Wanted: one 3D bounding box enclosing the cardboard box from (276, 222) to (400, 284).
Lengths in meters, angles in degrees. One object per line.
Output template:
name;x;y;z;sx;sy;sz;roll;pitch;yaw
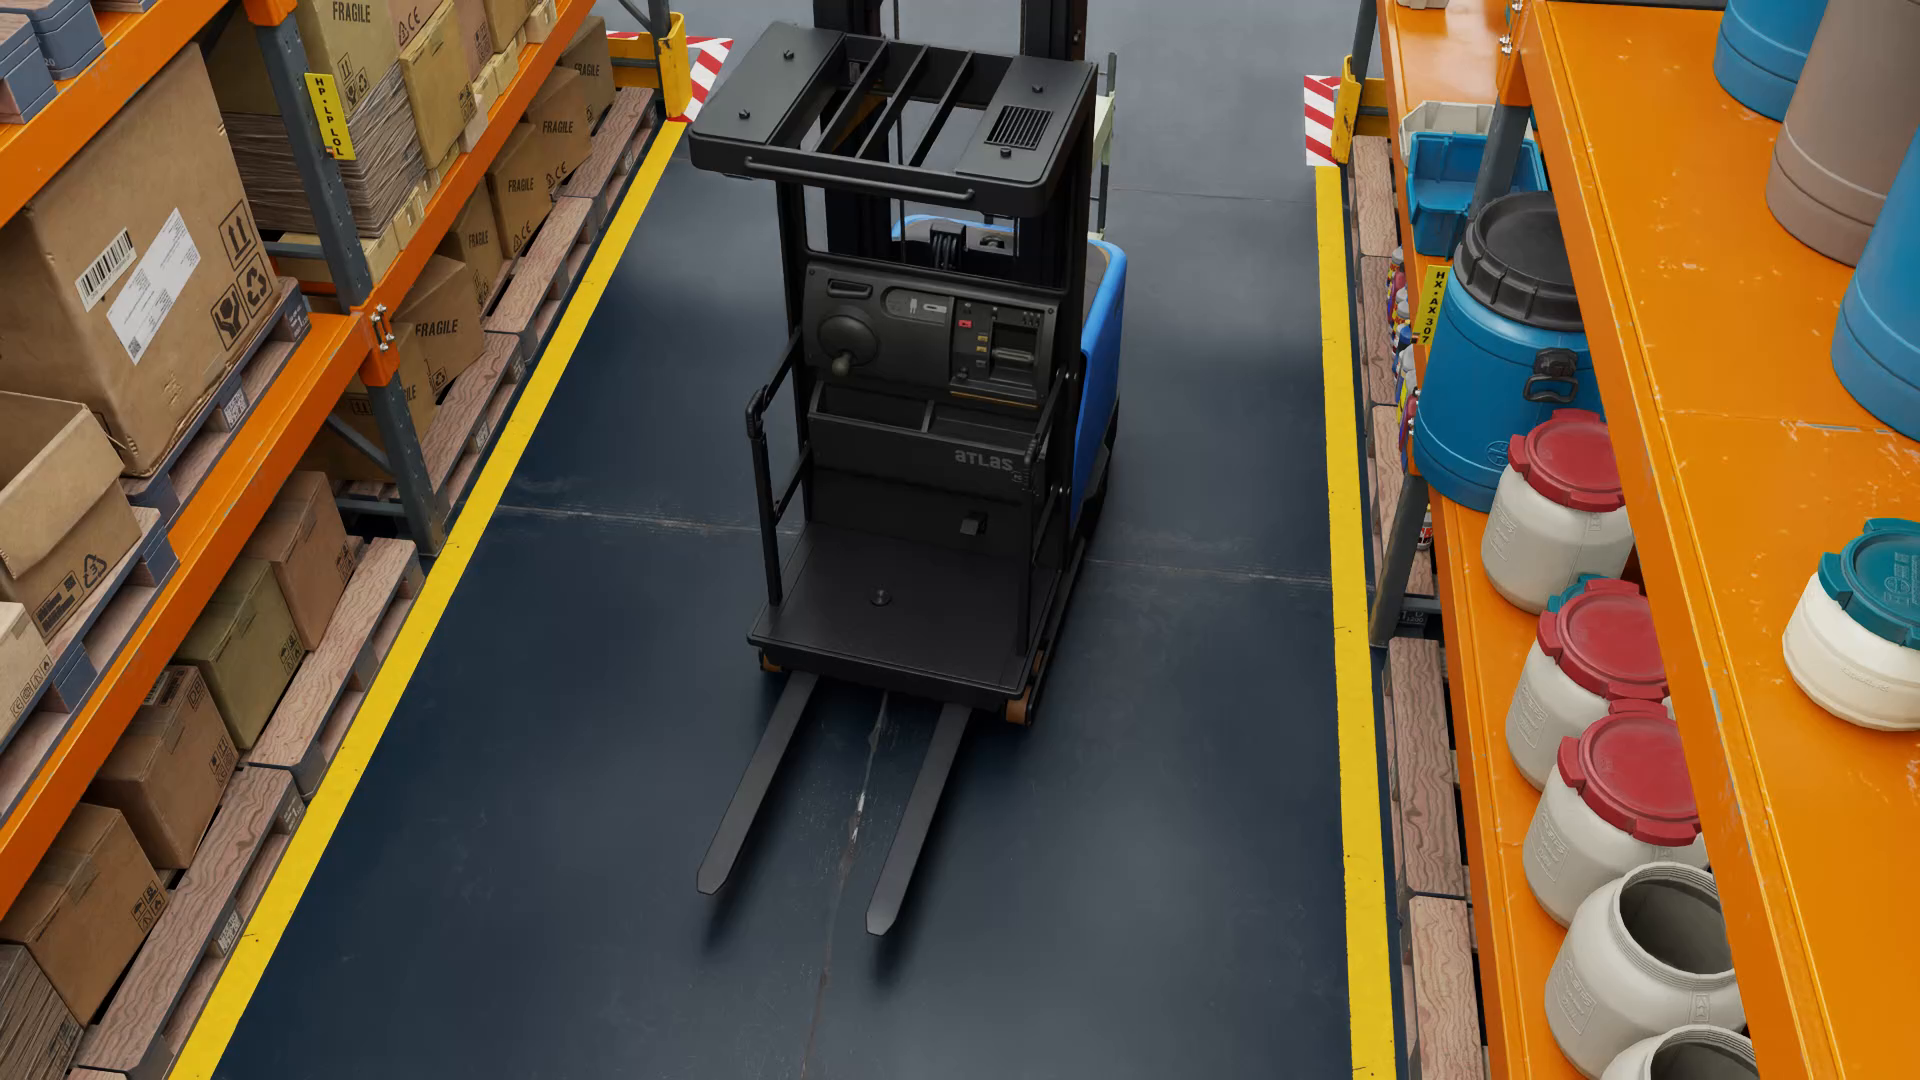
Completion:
cardboard box;-2.411;-1.124;6.438;0.380;0.149;0.250;5;44;6

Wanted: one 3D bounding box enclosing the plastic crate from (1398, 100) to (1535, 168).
plastic crate;2.136;-1.679;7.034;0.530;0.136;0.437;5;44;6

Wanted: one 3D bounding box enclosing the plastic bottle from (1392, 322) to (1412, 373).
plastic bottle;2.067;-0.893;7.676;0.097;0.271;0.097;0;43;0

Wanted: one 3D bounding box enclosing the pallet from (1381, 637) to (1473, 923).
pallet;2.107;0.906;6.140;1.003;0.211;1.213;5;44;6

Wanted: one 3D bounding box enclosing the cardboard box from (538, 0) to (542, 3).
cardboard box;-2.365;-2.905;7.847;0.875;0.500;0.500;5;44;6

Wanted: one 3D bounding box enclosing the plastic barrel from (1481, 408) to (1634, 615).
plastic barrel;1.828;-0.063;5.036;0.433;0.535;0.433;0;43;0

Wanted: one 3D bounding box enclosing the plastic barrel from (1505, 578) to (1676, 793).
plastic barrel;1.731;0.437;4.508;0.433;0.535;0.433;0;43;0

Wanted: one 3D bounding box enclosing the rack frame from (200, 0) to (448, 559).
rack frame;-2.737;-1.096;6.225;1.000;3.000;0.127;5;44;6

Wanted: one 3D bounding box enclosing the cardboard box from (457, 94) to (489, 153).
cardboard box;-2.262;-1.804;7.156;0.380;0.149;0.250;5;44;6

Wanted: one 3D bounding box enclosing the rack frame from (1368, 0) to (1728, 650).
rack frame;2.172;-0.645;5.750;1.000;3.000;0.127;5;44;6

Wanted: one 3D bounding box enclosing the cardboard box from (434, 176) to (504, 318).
cardboard box;-2.572;-1.431;8.092;0.500;0.500;0.500;2;43;2

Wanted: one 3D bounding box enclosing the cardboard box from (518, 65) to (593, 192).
cardboard box;-2.353;-2.232;8.938;0.500;0.500;0.500;16;46;16

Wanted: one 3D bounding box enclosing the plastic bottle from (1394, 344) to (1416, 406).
plastic bottle;2.065;-0.742;7.514;0.152;0.276;0.135;6;44;6

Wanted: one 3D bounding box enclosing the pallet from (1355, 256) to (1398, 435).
pallet;2.461;-0.921;8.069;1.003;0.211;1.213;5;44;6

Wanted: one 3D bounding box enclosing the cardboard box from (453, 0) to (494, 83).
cardboard box;-2.549;-2.228;7.133;0.875;0.500;0.500;5;44;6

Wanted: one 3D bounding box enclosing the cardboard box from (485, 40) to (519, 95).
cardboard box;-2.226;-2.147;7.519;0.380;0.149;0.250;5;44;6

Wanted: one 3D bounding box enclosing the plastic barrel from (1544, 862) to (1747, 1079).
plastic barrel;1.623;1.033;3.897;0.421;0.512;0.421;0;43;0

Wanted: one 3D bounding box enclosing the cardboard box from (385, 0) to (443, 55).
cardboard box;-2.361;-2.227;6.404;0.500;0.500;0.500;5;44;6

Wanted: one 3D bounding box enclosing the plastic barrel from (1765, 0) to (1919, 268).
plastic barrel;2.234;-1.105;3.689;0.600;0.901;0.600;0;43;0

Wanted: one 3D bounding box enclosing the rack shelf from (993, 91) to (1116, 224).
rack shelf;0.399;-1.676;7.361;0.431;0.370;0.720;11;45;11

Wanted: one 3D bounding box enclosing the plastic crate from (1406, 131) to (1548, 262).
plastic crate;2.049;-1.370;6.624;0.499;0.251;0.616;5;44;6

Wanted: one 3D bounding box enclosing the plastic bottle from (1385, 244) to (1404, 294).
plastic bottle;2.152;-1.333;8.141;0.097;0.271;0.097;0;43;0

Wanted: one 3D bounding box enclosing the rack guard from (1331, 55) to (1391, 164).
rack guard;2.738;-2.408;9.429;1.175;0.500;0.348;5;44;6

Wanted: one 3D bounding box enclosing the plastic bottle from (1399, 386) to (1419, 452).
plastic bottle;1.977;-0.529;7.283;0.061;0.283;0.133;8;44;8

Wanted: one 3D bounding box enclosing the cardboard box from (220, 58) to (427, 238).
cardboard box;-2.617;-1.541;6.407;0.875;0.500;0.500;5;44;6

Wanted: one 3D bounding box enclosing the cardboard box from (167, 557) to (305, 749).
cardboard box;-2.922;0.392;6.152;0.700;0.500;0.500;5;44;5

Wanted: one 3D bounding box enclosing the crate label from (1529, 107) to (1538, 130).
crate label;2.726;-2.105;7.266;0.502;0.435;0.616;5;44;6

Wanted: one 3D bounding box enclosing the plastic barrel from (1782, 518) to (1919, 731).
plastic barrel;1.580;0.154;2.825;0.301;0.262;0.301;0;43;0

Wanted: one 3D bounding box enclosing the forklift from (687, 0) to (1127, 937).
forklift;-0.169;-0.648;5.803;1.130;2.935;3.031;11;45;11

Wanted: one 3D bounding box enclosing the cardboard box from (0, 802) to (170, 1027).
cardboard box;-3.069;1.154;5.348;0.700;0.500;0.500;9;44;9

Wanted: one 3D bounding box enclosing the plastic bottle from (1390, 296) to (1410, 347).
plastic bottle;2.094;-1.031;7.822;0.097;0.271;0.097;0;43;0

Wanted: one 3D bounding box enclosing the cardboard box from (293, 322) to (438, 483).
cardboard box;-2.645;-0.609;7.225;0.500;0.500;0.500;4;44;4

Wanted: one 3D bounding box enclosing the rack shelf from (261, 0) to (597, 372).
rack shelf;-2.473;-2.197;7.912;1.077;0.370;4.000;5;44;6

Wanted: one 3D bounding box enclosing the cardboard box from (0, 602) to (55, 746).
cardboard box;-2.817;0.411;4.438;0.500;0.250;0.500;4;44;4

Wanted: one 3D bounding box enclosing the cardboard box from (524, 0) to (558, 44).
cardboard box;-2.136;-2.486;7.876;0.380;0.149;0.250;5;44;6

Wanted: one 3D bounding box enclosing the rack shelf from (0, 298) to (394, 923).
rack shelf;-3.002;0.529;5.033;1.077;0.370;4.000;5;44;6

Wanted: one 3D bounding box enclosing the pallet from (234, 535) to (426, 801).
pallet;-2.839;0.448;6.624;1.003;0.211;1.213;5;44;6

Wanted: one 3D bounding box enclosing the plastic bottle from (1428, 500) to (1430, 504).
plastic bottle;1.972;-0.308;7.001;0.144;0.351;0.185;4;44;4

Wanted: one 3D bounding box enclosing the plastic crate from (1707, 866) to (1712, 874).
plastic crate;2.222;0.644;4.542;0.450;0.188;0.662;5;44;6

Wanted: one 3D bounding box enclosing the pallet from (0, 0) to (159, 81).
pallet;-2.925;-1.706;4.825;1.213;0.211;1.003;5;44;6

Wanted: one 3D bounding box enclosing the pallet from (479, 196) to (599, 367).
pallet;-2.525;-1.378;8.552;1.003;0.211;1.213;5;44;6

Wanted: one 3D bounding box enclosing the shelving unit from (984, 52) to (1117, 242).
shelving unit;0.399;-1.392;7.630;0.431;1.500;0.755;11;45;11

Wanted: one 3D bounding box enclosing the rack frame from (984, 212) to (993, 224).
rack frame;0.301;-1.150;7.374;0.400;1.500;0.023;11;45;11

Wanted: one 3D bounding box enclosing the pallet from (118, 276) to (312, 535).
pallet;-2.983;-0.518;5.755;1.003;0.211;1.213;5;44;6

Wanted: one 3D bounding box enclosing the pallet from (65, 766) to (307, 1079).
pallet;-2.998;1.282;5.743;1.003;0.211;1.213;5;44;6

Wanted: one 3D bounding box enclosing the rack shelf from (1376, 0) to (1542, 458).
rack shelf;2.437;-1.747;7.437;1.077;0.370;4.000;5;44;6

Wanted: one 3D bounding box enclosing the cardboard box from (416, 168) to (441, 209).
cardboard box;-2.359;-1.466;6.799;0.380;0.149;0.250;5;44;6

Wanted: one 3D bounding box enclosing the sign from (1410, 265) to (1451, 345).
sign;1.628;-0.803;5.716;0.100;0.325;0.005;5;44;6

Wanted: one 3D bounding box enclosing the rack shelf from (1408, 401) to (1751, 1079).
rack shelf;1.908;0.979;4.558;1.077;0.370;4.000;5;44;6

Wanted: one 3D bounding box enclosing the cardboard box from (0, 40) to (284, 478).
cardboard box;-2.981;-0.937;5.316;1.000;1.000;1.000;6;44;6

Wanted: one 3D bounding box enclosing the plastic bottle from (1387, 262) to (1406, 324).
plastic bottle;2.104;-1.185;7.975;0.061;0.283;0.133;6;44;6
